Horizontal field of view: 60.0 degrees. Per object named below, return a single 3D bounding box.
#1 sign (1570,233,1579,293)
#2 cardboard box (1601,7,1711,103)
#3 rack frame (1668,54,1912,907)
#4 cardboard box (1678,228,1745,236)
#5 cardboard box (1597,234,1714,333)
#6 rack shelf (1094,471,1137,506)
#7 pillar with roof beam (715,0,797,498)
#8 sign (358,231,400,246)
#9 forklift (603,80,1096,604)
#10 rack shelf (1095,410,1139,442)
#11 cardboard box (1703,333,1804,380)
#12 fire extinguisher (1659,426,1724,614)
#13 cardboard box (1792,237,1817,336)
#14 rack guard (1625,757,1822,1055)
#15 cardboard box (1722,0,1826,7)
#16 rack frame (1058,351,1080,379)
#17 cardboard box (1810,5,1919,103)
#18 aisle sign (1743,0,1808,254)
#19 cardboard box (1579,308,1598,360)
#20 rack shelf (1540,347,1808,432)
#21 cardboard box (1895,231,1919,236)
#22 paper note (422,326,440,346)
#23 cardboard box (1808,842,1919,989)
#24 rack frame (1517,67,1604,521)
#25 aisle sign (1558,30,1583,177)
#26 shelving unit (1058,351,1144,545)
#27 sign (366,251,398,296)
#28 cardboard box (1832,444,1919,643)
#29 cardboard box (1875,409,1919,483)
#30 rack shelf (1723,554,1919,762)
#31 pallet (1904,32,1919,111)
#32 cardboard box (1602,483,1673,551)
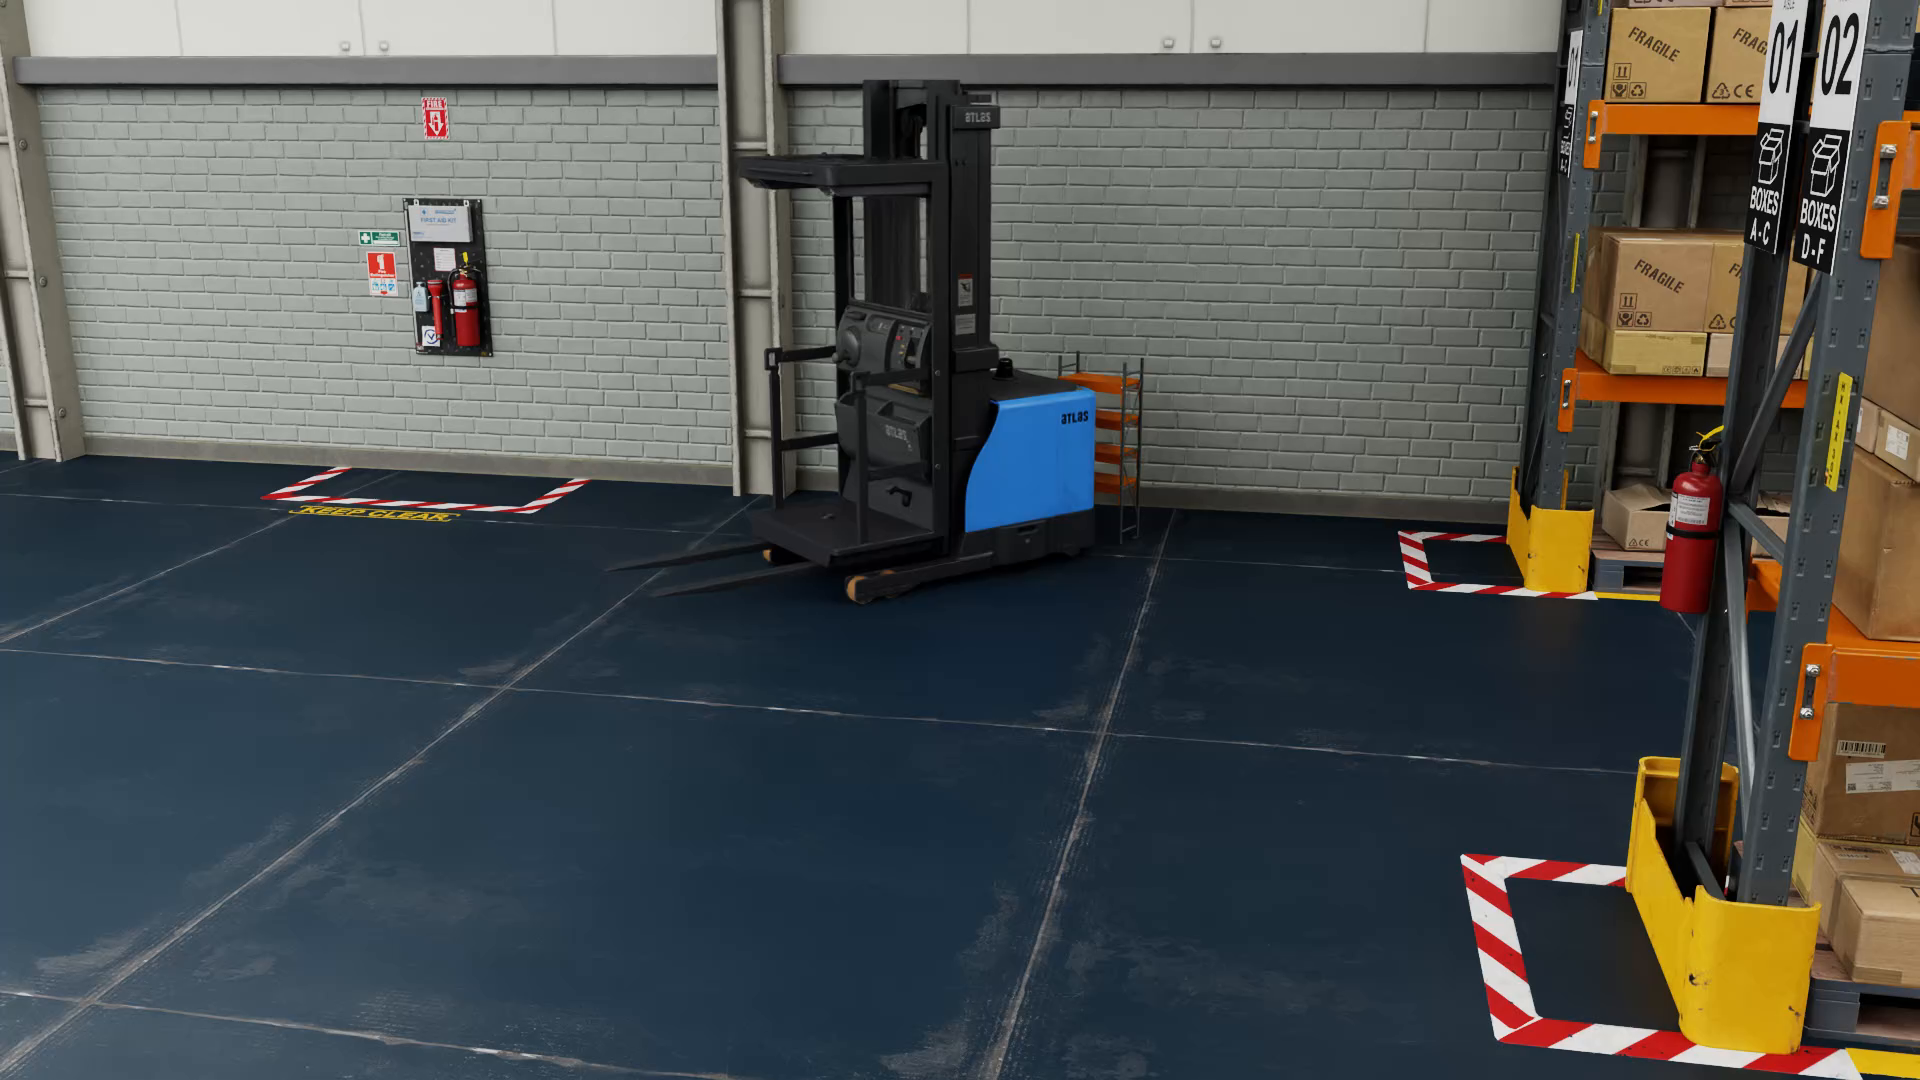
[{"bbox_3d":[3.478,-1.567,9.408,0.005,0.325,0.100,3,16,11],"label":"sign"},{"bbox_3d":[3.864,-2.712,9.319,0.500,0.500,0.500,4,16,13],"label":"cardboard box"},{"bbox_3d":[2.602,0.004,5.357,0.127,3.000,1.000,3,16,11],"label":"rack frame"},{"bbox_3d":[4.581,-1.592,9.957,0.500,0.500,0.500,3,16,12],"label":"cardboard box"},{"bbox_3d":[3.994,-1.486,9.577,0.500,0.500,0.500,3,16,11],"label":"cardboard box"},{"bbox_3d":[0.916,-0.356,11.026,0.480,0.148,0.258,11,19,35],"label":"rack shelf"},{"bbox_3d":[-2.293,-3.565,7.004,0.400,9.000,9.100,3,16,11],"label":"pillar with roof beam"},{"bbox_3d":[-4.368,-2.268,12.500,0.331,0.109,0.001,3,16,11],"label":"sign"},{"bbox_3d":[-0.630,-1.198,9.828,3.031,2.935,1.130,-11,19,-34],"label":"forklift"},{"bbox_3d":[0.916,-0.763,10.914,0.480,0.148,0.258,11,19,35],"label":"rack shelf"},{"bbox_3d":[4.512,-1.096,9.573,0.500,0.250,0.500,3,16,9],"label":"cardboard box"},{"bbox_3d":[2.579,-0.086,5.829,0.183,0.674,0.296,3,16,11],"label":"fire extinguisher"},{"bbox_3d":[4.981,-1.428,9.368,0.500,0.500,0.500,3,16,9],"label":"cardboard box"},{"bbox_3d":[2.579,1.208,5.695,0.348,0.500,1.175,3,16,11],"label":"rack guard"},{"bbox_3d":[4.396,-3.153,9.038,0.500,0.500,0.500,3,16,10],"label":"cardboard box"},{"bbox_3d":[0.719,-0.651,11.094,0.015,1.200,0.240,11,19,35],"label":"rack frame"},{"bbox_3d":[4.892,-2.647,9.086,0.500,0.500,0.500,4,16,14],"label":"cardboard box"},{"bbox_3d":[2.596,-1.329,5.300,0.004,0.787,0.394,3,16,11],"label":"aisle sign"},{"bbox_3d":[4.082,-1.255,10.146,0.500,0.250,0.500,3,16,12],"label":"cardboard box"},{"bbox_3d":[5.546,-0.838,9.748,4.000,0.370,1.077,3,16,11],"label":"rack shelf"},{"bbox_3d":[5.582,-1.538,9.765,0.500,0.500,0.500,3,16,12],"label":"cardboard box"},{"bbox_3d":[-4.009,-1.544,12.598,0.142,0.148,0.016,3,16,11],"label":"paper note"},{"bbox_3d":[3.083,1.214,5.355,0.500,0.250,0.500,3,16,11],"label":"cardboard box"},{"bbox_3d":[3.586,-1.292,10.036,0.127,3.000,1.000,3,16,11],"label":"rack frame"},{"bbox_3d":[3.455,-2.470,9.419,0.004,0.787,0.394,3,16,11],"label":"aisle sign"},{"bbox_3d":[0.916,-0.612,10.955,0.503,1.200,0.258,11,19,35],"label":"shelving unit"},{"bbox_3d":[-4.371,-2.015,12.580,0.234,0.329,0.001,3,16,11],"label":"sign"},{"bbox_3d":[3.057,-0.016,5.242,0.500,0.500,0.700,3,16,11],"label":"cardboard box"},{"bbox_3d":[2.944,-0.279,4.978,0.250,0.149,0.380,3,16,11],"label":"cardboard box"},{"bbox_3d":[4.562,0.458,5.069,4.000,0.370,1.077,3,16,11],"label":"rack shelf"},{"bbox_3d":[3.290,-1.354,4.808,1.213,0.211,1.003,3,16,11],"label":"pallet"},{"bbox_3d":[4.246,-0.147,10.118,0.500,0.311,0.500,1,16,5],"label":"cardboard box"}]
